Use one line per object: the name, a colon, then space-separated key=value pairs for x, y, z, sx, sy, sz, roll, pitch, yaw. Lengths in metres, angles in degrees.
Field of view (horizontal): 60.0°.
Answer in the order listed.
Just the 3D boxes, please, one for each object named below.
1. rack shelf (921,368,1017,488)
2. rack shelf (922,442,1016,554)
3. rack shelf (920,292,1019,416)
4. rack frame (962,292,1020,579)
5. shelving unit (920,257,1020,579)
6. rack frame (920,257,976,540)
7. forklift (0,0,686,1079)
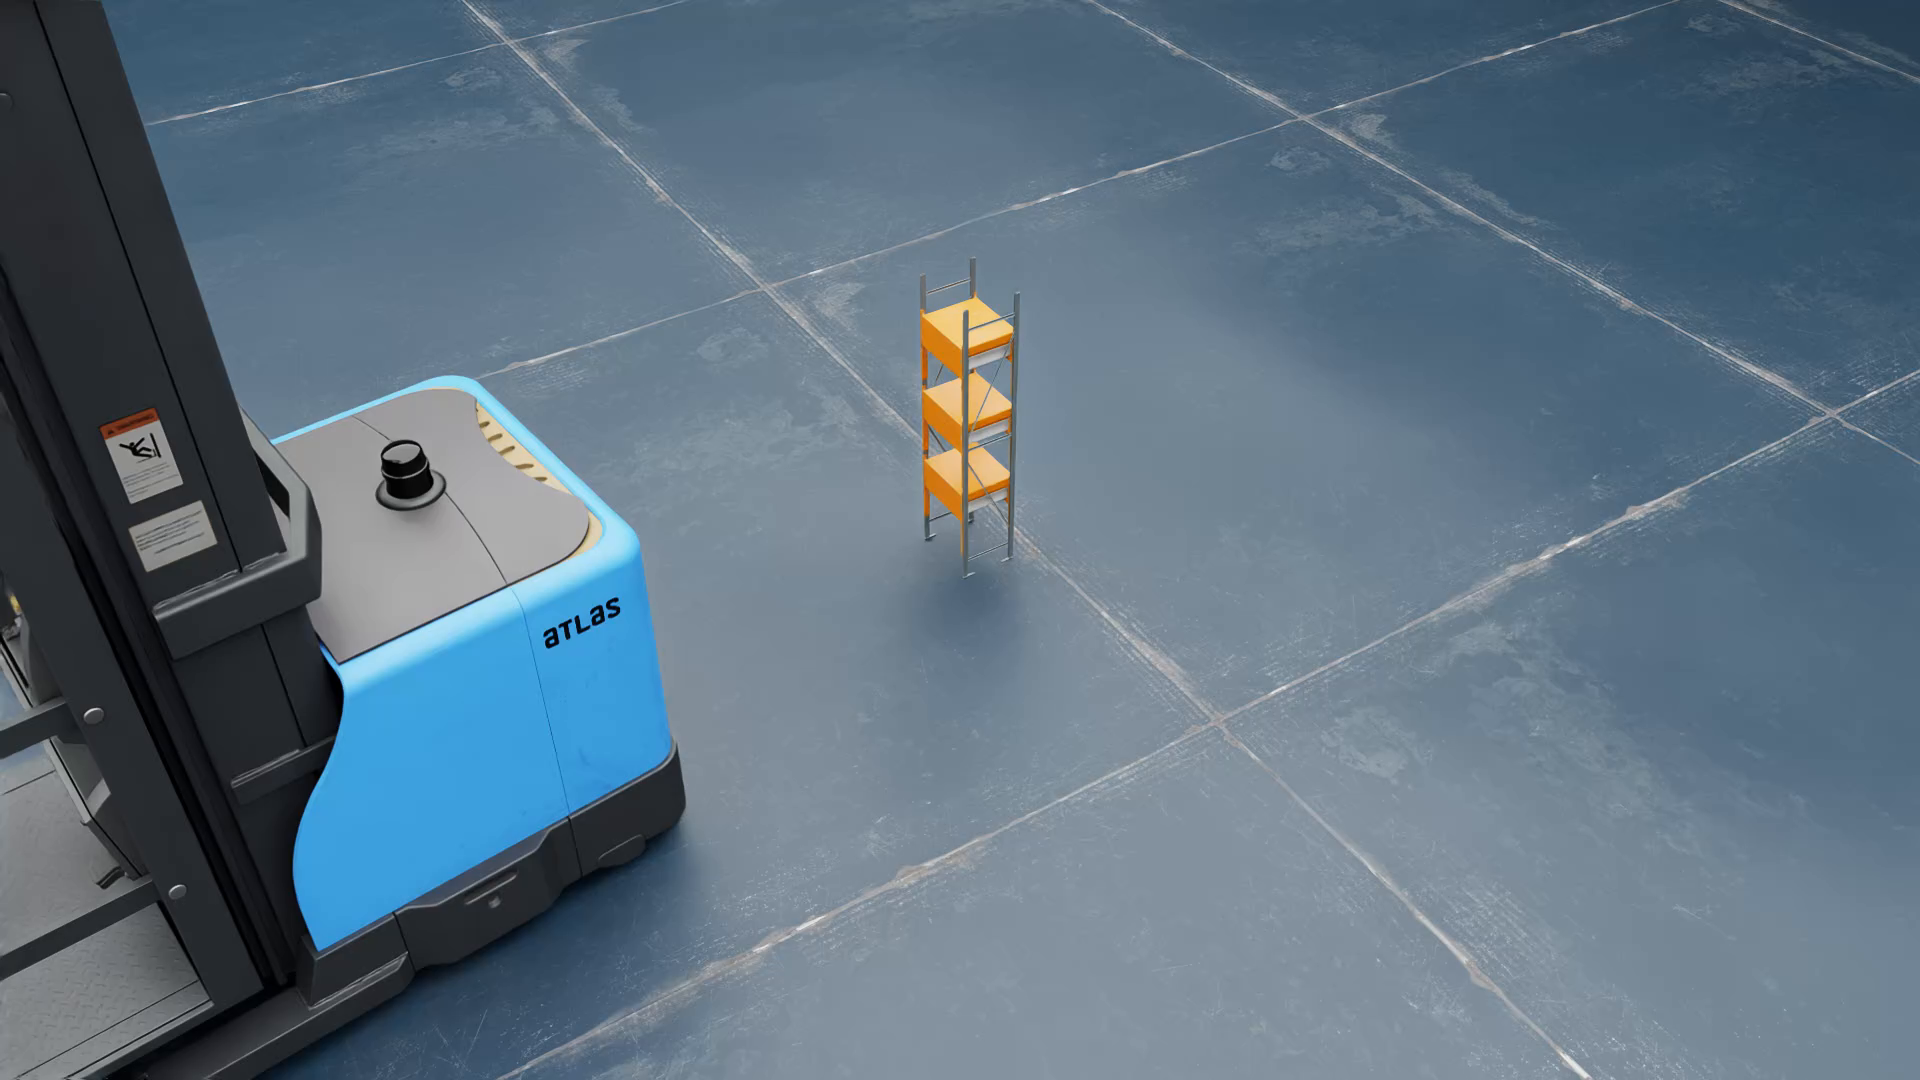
rack shelf: x=0.029 y=-0.366 z=5.386 sx=0.215 sy=0.259 sz=0.240 roll=-22 pitch=45 yaw=-24
rack shelf: x=0.029 y=-0.153 z=5.564 sx=0.215 sy=0.259 sz=0.240 roll=-22 pitch=45 yaw=-24
rack shelf: x=0.029 y=-0.584 z=5.204 sx=0.215 sy=0.259 sz=0.240 roll=-22 pitch=45 yaw=-24
rack frame: x=0.094 y=-0.309 z=5.300 sx=0.200 sy=1.050 sz=0.008 roll=-22 pitch=45 yaw=-24
shelving unit: x=0.029 y=-0.374 z=5.379 sx=0.215 sy=1.050 sz=0.252 roll=-22 pitch=45 yaw=-24
rack frame: x=-0.037 y=-0.440 z=5.458 sx=0.200 sy=1.050 sz=0.008 roll=-22 pitch=45 yaw=-24
forklift: x=-2.240 y=0.050 z=3.401 sx=3.031 sy=2.935 sz=1.130 roll=-28 pitch=47 yaw=-29
